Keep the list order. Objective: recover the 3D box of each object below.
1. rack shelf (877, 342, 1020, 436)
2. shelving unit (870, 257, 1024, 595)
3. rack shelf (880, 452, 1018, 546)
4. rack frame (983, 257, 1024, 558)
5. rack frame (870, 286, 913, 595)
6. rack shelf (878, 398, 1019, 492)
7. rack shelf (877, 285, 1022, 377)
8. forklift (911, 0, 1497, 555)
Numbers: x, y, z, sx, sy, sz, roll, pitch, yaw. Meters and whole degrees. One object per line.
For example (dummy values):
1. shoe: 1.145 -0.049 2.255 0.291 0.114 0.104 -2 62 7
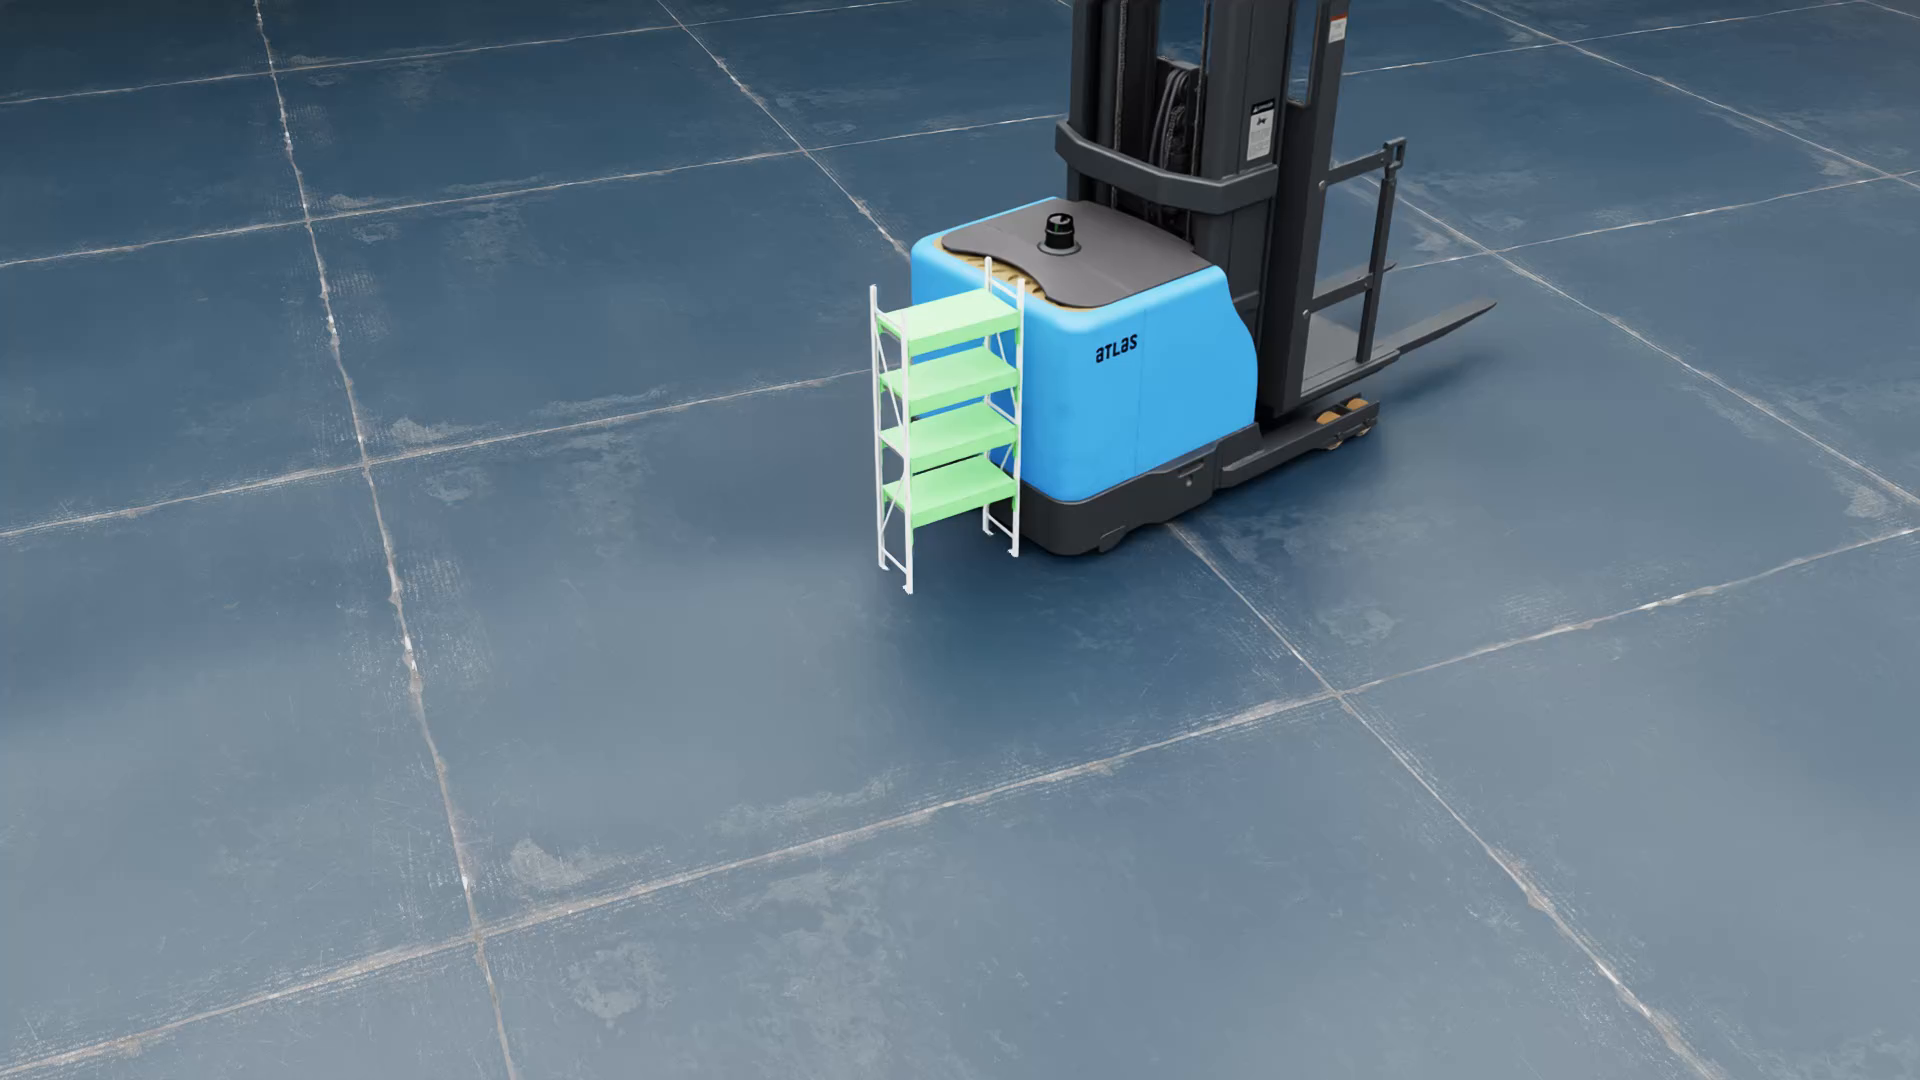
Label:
1. rack shelf: -0.045 -0.567 6.198 0.480 0.148 0.258 -19 37 -26
2. shelving unit: -0.045 -0.419 6.294 0.503 1.200 0.258 -19 37 -26
3. rack shelf: -0.045 -0.164 6.460 0.480 0.148 0.258 -19 37 -26
4. rack frame: 0.163 -0.489 6.402 0.015 1.200 0.240 -19 37 -26
5. rack frame: -0.252 -0.349 6.187 0.015 1.200 0.240 -19 37 -26
6. rack shelf: -0.045 -0.366 6.329 0.480 0.148 0.258 -19 37 -26
7. rack shelf: -0.045 -0.768 6.067 0.480 0.148 0.258 -19 37 -26
8. forklift: 1.249 -1.828 6.872 3.031 2.935 1.130 -24 40 -32
